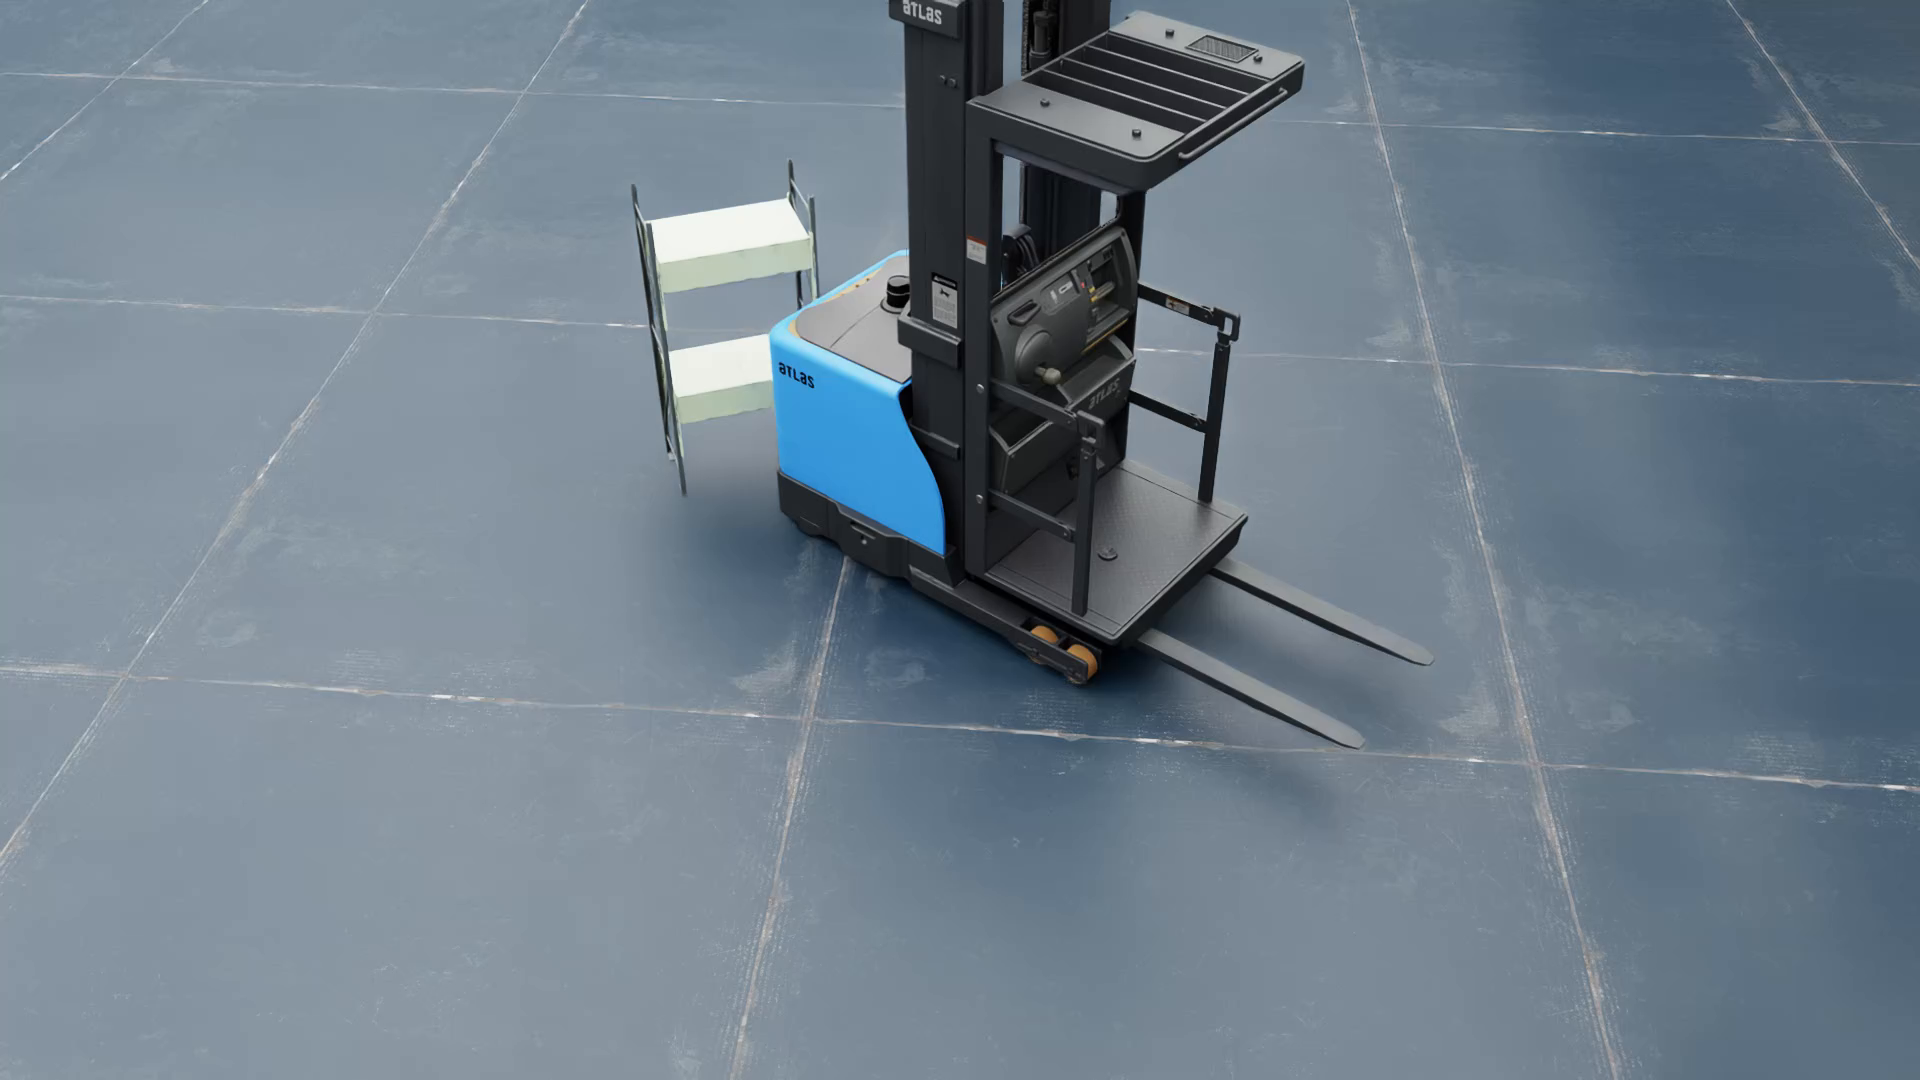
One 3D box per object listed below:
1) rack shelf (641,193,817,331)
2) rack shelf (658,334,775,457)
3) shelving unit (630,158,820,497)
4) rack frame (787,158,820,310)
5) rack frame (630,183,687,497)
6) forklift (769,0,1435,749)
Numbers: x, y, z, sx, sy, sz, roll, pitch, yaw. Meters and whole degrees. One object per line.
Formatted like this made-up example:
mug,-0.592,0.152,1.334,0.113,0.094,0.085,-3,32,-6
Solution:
rack shelf,-1.074,-1.295,7.706,0.720,0.370,0.431,-12,41,-15
rack shelf,-1.074,-0.740,8.158,0.720,0.370,0.431,-12,41,-15
shelving unit,-1.074,-0.993,7.952,0.755,1.500,0.431,-12,41,-15
rack frame,-0.728,-1.069,8.046,0.023,1.500,0.400,-12,41,-15
rack frame,-1.419,-0.916,7.858,0.023,1.500,0.400,-12,41,-15
forklift,0.600,-0.900,6.704,3.031,2.935,1.130,27,46,29
